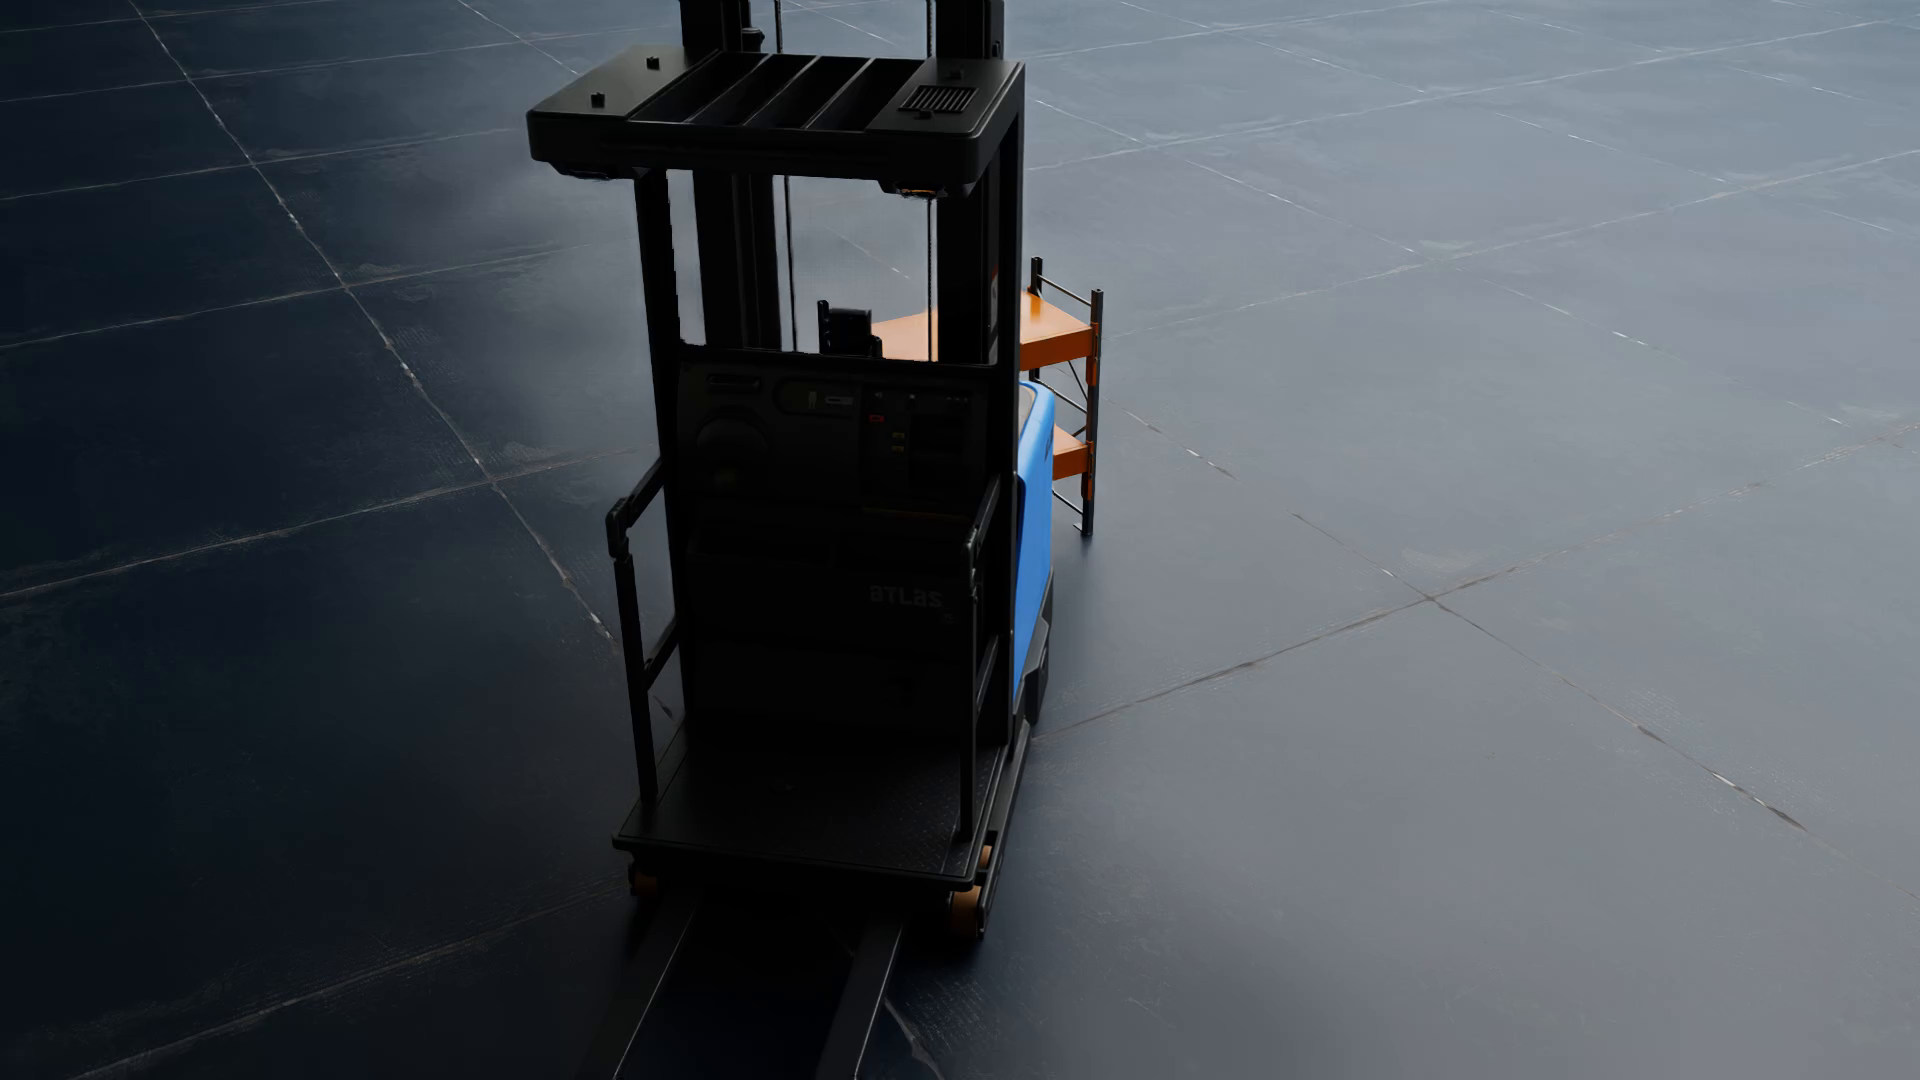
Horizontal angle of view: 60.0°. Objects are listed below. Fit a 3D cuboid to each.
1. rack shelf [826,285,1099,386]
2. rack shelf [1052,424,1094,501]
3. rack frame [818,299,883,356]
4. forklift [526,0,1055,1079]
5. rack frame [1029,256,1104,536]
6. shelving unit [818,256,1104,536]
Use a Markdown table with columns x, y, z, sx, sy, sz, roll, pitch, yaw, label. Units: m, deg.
| x | y | z | sx | sy | sz | roll | pitch | yaw | label |
| --- | --- | --- | --- | --- | --- | --- | --- | --- | --- |
| 0.006 | -0.750 | 6.840 | 1.000 | 0.278 | 0.538 | -16 | 33 | -26 | rack shelf |
| 0.006 | -0.280 | 7.099 | 1.000 | 0.278 | 0.538 | -16 | 33 | -26 | rack shelf |
| -0.432 | -0.370 | 6.756 | 0.032 | 1.125 | 0.500 | -16 | 33 | -26 | rack frame |
| -0.415 | -0.265 | 4.697 | 1.130 | 2.935 | 3.031 | 5 | 29 | 9 | forklift |
| 0.444 | -0.619 | 7.207 | 0.032 | 1.125 | 0.500 | -16 | 33 | -26 | rack frame |
| 0.006 | -0.494 | 6.981 | 1.048 | 1.125 | 0.538 | -16 | 33 | -26 | shelving unit |
